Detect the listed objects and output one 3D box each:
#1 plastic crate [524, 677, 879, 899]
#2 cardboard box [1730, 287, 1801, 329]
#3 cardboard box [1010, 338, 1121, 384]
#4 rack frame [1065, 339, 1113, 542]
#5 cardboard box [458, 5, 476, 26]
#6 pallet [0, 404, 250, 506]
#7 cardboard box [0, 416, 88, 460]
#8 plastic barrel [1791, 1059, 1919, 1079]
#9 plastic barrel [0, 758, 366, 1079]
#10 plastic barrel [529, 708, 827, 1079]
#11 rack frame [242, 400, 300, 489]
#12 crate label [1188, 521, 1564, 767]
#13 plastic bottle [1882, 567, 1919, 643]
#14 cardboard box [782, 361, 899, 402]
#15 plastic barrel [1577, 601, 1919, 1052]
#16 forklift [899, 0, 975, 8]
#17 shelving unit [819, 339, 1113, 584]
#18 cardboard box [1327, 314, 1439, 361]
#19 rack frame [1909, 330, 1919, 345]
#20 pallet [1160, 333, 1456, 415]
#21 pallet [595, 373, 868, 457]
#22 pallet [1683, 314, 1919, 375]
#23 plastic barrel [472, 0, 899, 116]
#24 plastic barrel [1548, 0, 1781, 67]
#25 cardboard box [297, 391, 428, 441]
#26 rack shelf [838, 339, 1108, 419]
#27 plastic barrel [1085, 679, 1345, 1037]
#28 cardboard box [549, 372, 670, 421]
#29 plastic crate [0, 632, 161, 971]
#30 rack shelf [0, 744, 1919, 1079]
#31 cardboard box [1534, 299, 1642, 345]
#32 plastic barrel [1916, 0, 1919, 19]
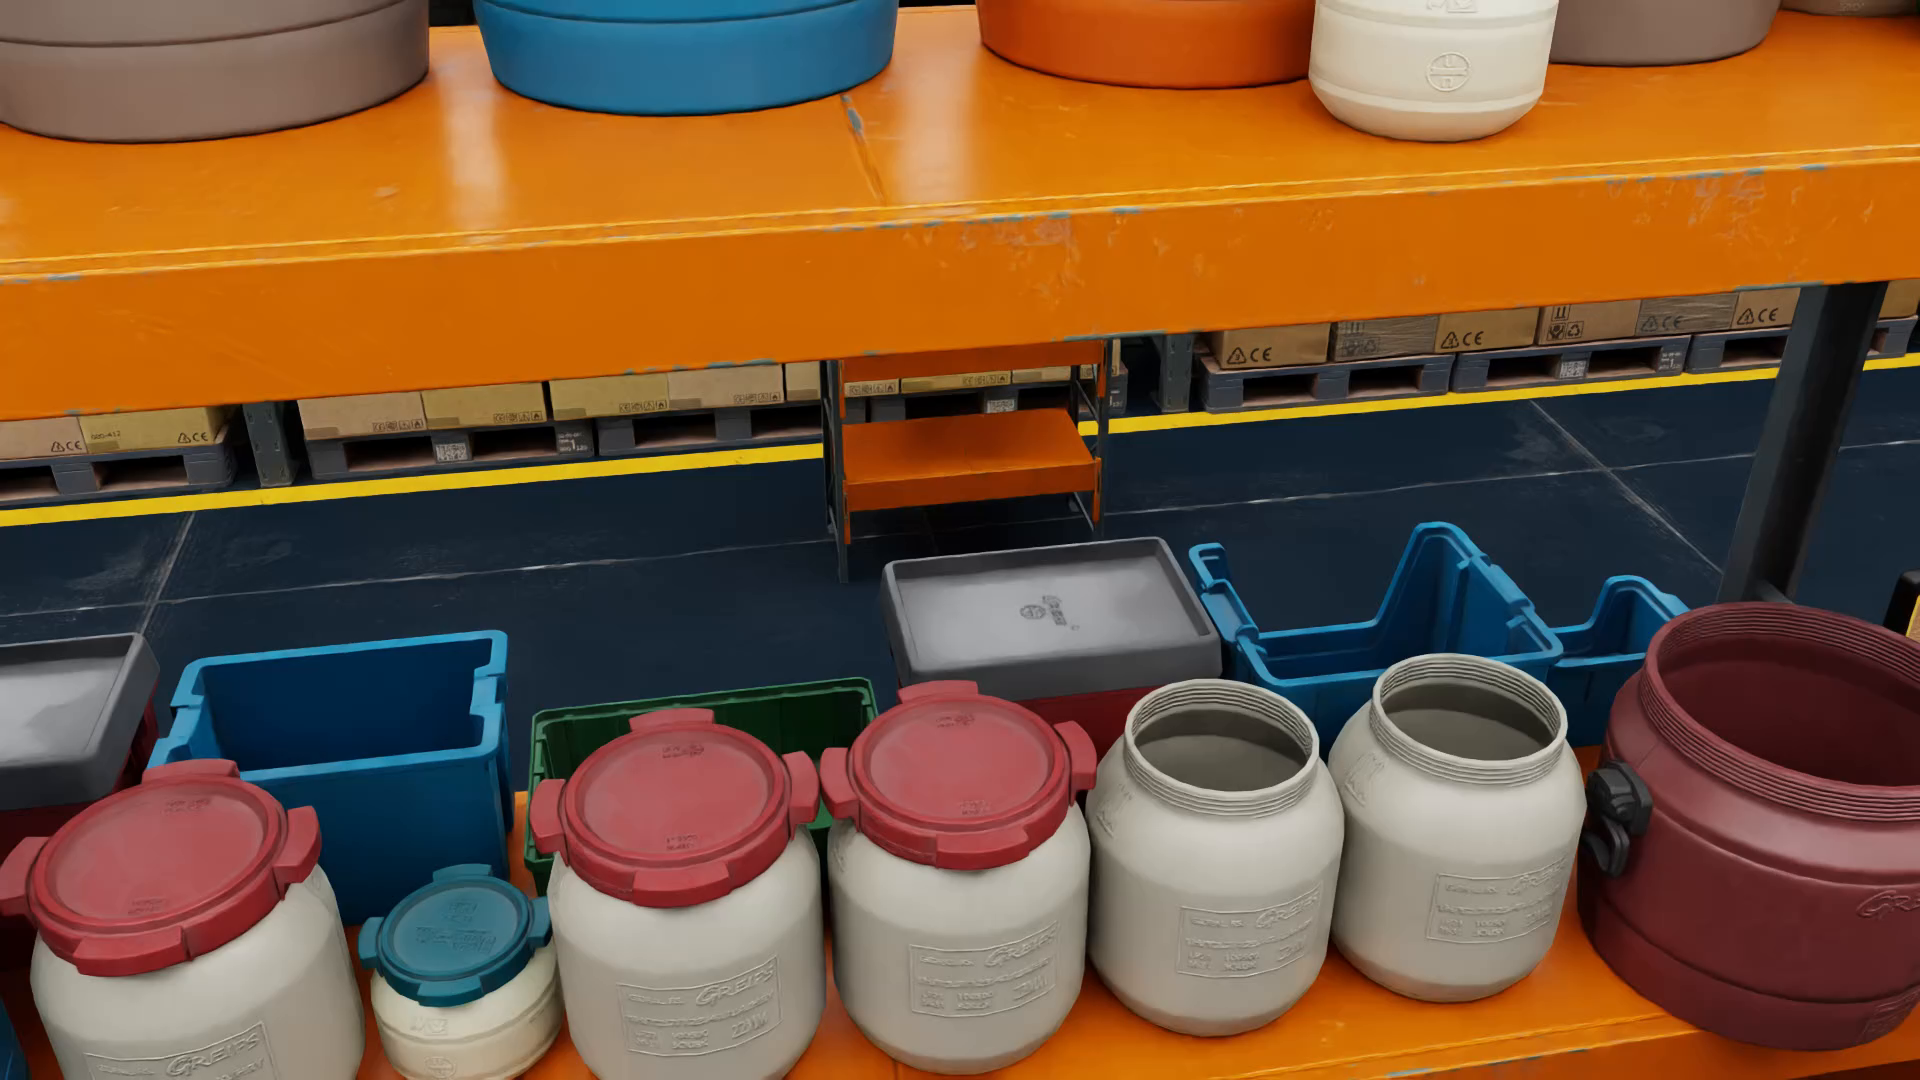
[{"bbox_3d":[-0.468,0.497,3.155,0.662,0.188,0.450,-5,31,-9],"label":"plastic crate"},{"bbox_3d":[3.929,-1.379,8.167,0.500,0.500,0.500,-5,31,-9],"label":"cardboard box"},{"bbox_3d":[0.442,-0.956,7.715,0.500,0.250,0.500,-5,31,-8],"label":"cardboard box"},{"bbox_3d":[0.507,-0.532,6.545,0.032,1.125,0.500,-5,31,-9],"label":"rack frame"},{"bbox_3d":[-3.193,-3.422,11.643,0.500,0.500,0.700,-4,31,-7],"label":"cardboard box"},{"bbox_3d":[-3.808,-0.511,7.411,1.213,0.211,1.003,-5,31,-9],"label":"pallet"},{"bbox_3d":[-3.929,-0.569,7.056,0.500,0.250,0.500,-5,31,-9],"label":"cardboard box"},{"bbox_3d":[2.283,1.041,3.747,0.708,0.830,0.600,-5,31,-9],"label":"plastic barrel"},{"bbox_3d":[-1.149,0.668,2.520,0.433,0.535,0.433,0,30,0],"label":"plastic barrel"},{"bbox_3d":[-0.428,0.601,2.634,0.433,0.535,0.433,0,30,0],"label":"plastic barrel"},{"bbox_3d":[-3.019,-1.765,6.792,0.127,3.000,1.000,-5,31,-9],"label":"rack frame"},{"bbox_3d":[0.779,0.280,3.279,0.616,0.435,0.502,-5,31,-9],"label":"crate label"},{"bbox_3d":[2.126,0.140,3.667,0.133,0.283,0.061,-5,31,-9],"label":"plastic bottle"},{"bbox_3d":[-0.559,-0.863,7.557,0.500,0.250,0.500,-5,31,-8],"label":"cardboard box"},{"bbox_3d":[1.403,0.475,2.849,0.708,0.536,0.600,-5,31,-9],"label":"plastic barrel"},{"bbox_3d":[-0.432,-3.580,9.946,1.130,2.935,3.031,-3,31,-5],"label":"forklift"},{"bbox_3d":[0.007,-0.486,6.466,1.048,1.125,0.538,-5,31,-9],"label":"shelving unit"},{"bbox_3d":[1.929,-1.192,7.850,0.500,0.500,0.500,-6,31,-11],"label":"cardboard box"},{"bbox_3d":[4.851,-2.495,8.034,0.127,3.000,1.000,-5,31,-9],"label":"rack frame"},{"bbox_3d":[1.657,-0.977,8.204,1.213,0.211,1.003,-5,31,-9],"label":"pallet"},{"bbox_3d":[-1.098,-0.763,7.839,1.213,0.211,1.003,-5,31,-9],"label":"pallet"},{"bbox_3d":[4.057,-1.200,8.583,1.213,0.211,1.003,-5,31,-9],"label":"pallet"},{"bbox_3d":[-0.382,-1.078,2.170,0.708,0.901,0.600,-5,31,-9],"label":"plastic barrel"},{"bbox_3d":[0.958,-1.203,2.382,0.600,0.901,0.600,0,30,0],"label":"plastic barrel"},{"bbox_3d":[-2.577,-0.674,7.235,0.500,0.250,0.500,-6,31,-10],"label":"cardboard box"},{"bbox_3d":[0.007,-0.738,6.318,1.000,0.278,0.538,-5,31,-9],"label":"rack shelf"},{"bbox_3d":[0.417,0.530,2.778,0.421,0.512,0.421,0,30,0],"label":"plastic barrel"},{"bbox_3d":[-1.565,-0.769,7.396,0.500,0.250,0.500,-6,31,-10],"label":"cardboard box"},{"bbox_3d":[-1.709,0.481,2.910,0.583,0.464,0.402,-5,31,-9],"label":"plastic crate"},{"bbox_3d":[-0.163,0.833,3.085,4.000,0.370,1.077,-5,31,-9],"label":"rack shelf"},{"bbox_3d":[2.936,-1.285,8.009,0.500,0.500,0.500,-6,31,-11],"label":"cardboard box"},{"bbox_3d":[1.571,-0.838,2.410,0.294,0.245,0.294,0,30,0],"label":"plastic barrel"}]
